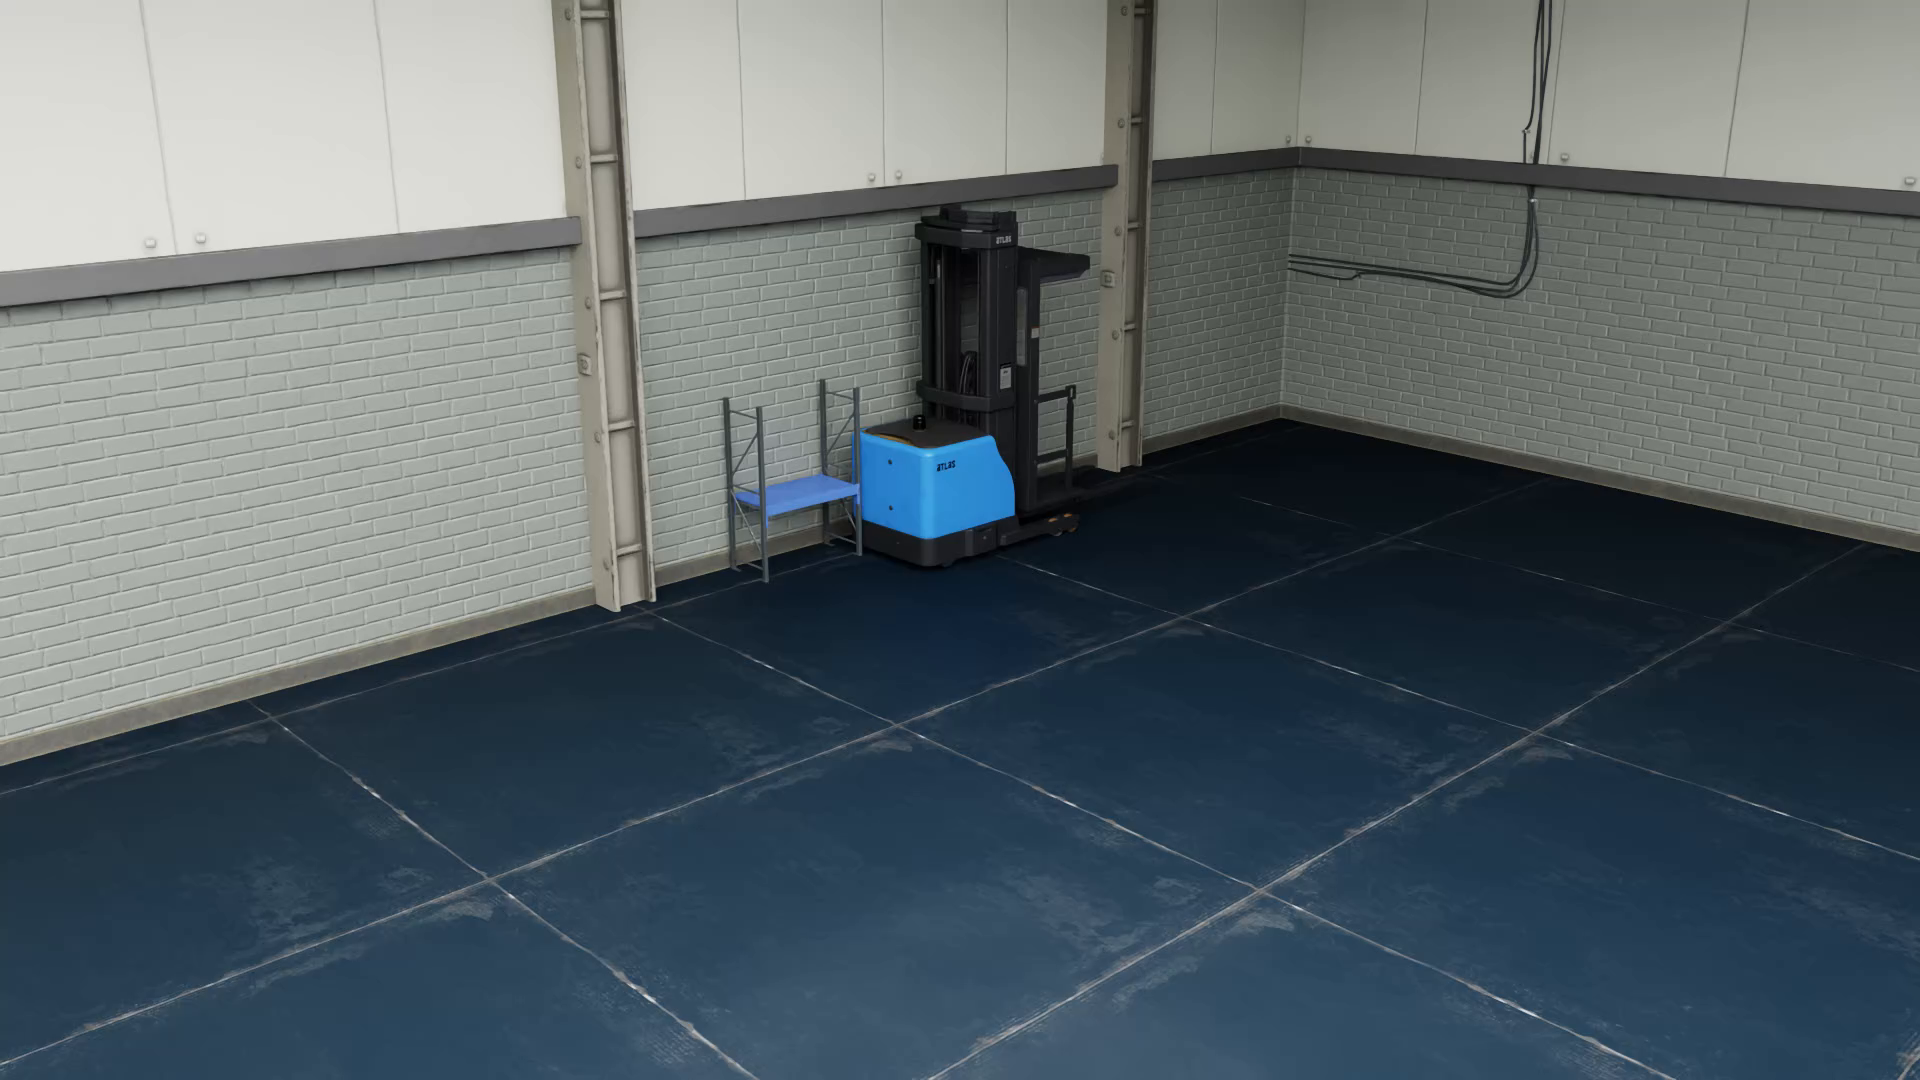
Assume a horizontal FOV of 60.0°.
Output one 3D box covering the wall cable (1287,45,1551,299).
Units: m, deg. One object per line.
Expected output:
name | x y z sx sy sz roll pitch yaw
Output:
wall cable | 4.705 -3.904 17.471 0.112 2.526 3.097 -16 24 -41

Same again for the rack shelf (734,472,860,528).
rack shelf | -1.409 -0.352 14.221 1.000 0.185 0.538 -16 24 -41

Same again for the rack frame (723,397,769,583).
rack frame | -1.780 -0.416 13.835 0.032 1.500 0.500 -16 24 -41

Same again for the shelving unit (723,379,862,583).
shelving unit | -1.409 -0.523 14.166 1.048 1.500 0.538 -16 24 -41

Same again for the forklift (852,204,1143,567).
forklift | 0.453 -1.529 14.949 3.031 2.935 1.130 -17 24 -41

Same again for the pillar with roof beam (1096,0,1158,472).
pillar with roof beam | 4.614 -4.089 13.005 0.400 9.000 9.100 -16 24 -41

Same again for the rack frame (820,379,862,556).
rack frame | -1.037 -0.630 14.496 0.032 1.500 0.500 -16 24 -41

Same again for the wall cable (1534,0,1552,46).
wall cable | 6.564 -5.700 14.822 0.112 2.526 3.097 -16 24 -41

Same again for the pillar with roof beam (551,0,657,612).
pillar with roof beam | 0.254 -2.817 9.084 0.400 9.000 9.100 -16 24 -41
